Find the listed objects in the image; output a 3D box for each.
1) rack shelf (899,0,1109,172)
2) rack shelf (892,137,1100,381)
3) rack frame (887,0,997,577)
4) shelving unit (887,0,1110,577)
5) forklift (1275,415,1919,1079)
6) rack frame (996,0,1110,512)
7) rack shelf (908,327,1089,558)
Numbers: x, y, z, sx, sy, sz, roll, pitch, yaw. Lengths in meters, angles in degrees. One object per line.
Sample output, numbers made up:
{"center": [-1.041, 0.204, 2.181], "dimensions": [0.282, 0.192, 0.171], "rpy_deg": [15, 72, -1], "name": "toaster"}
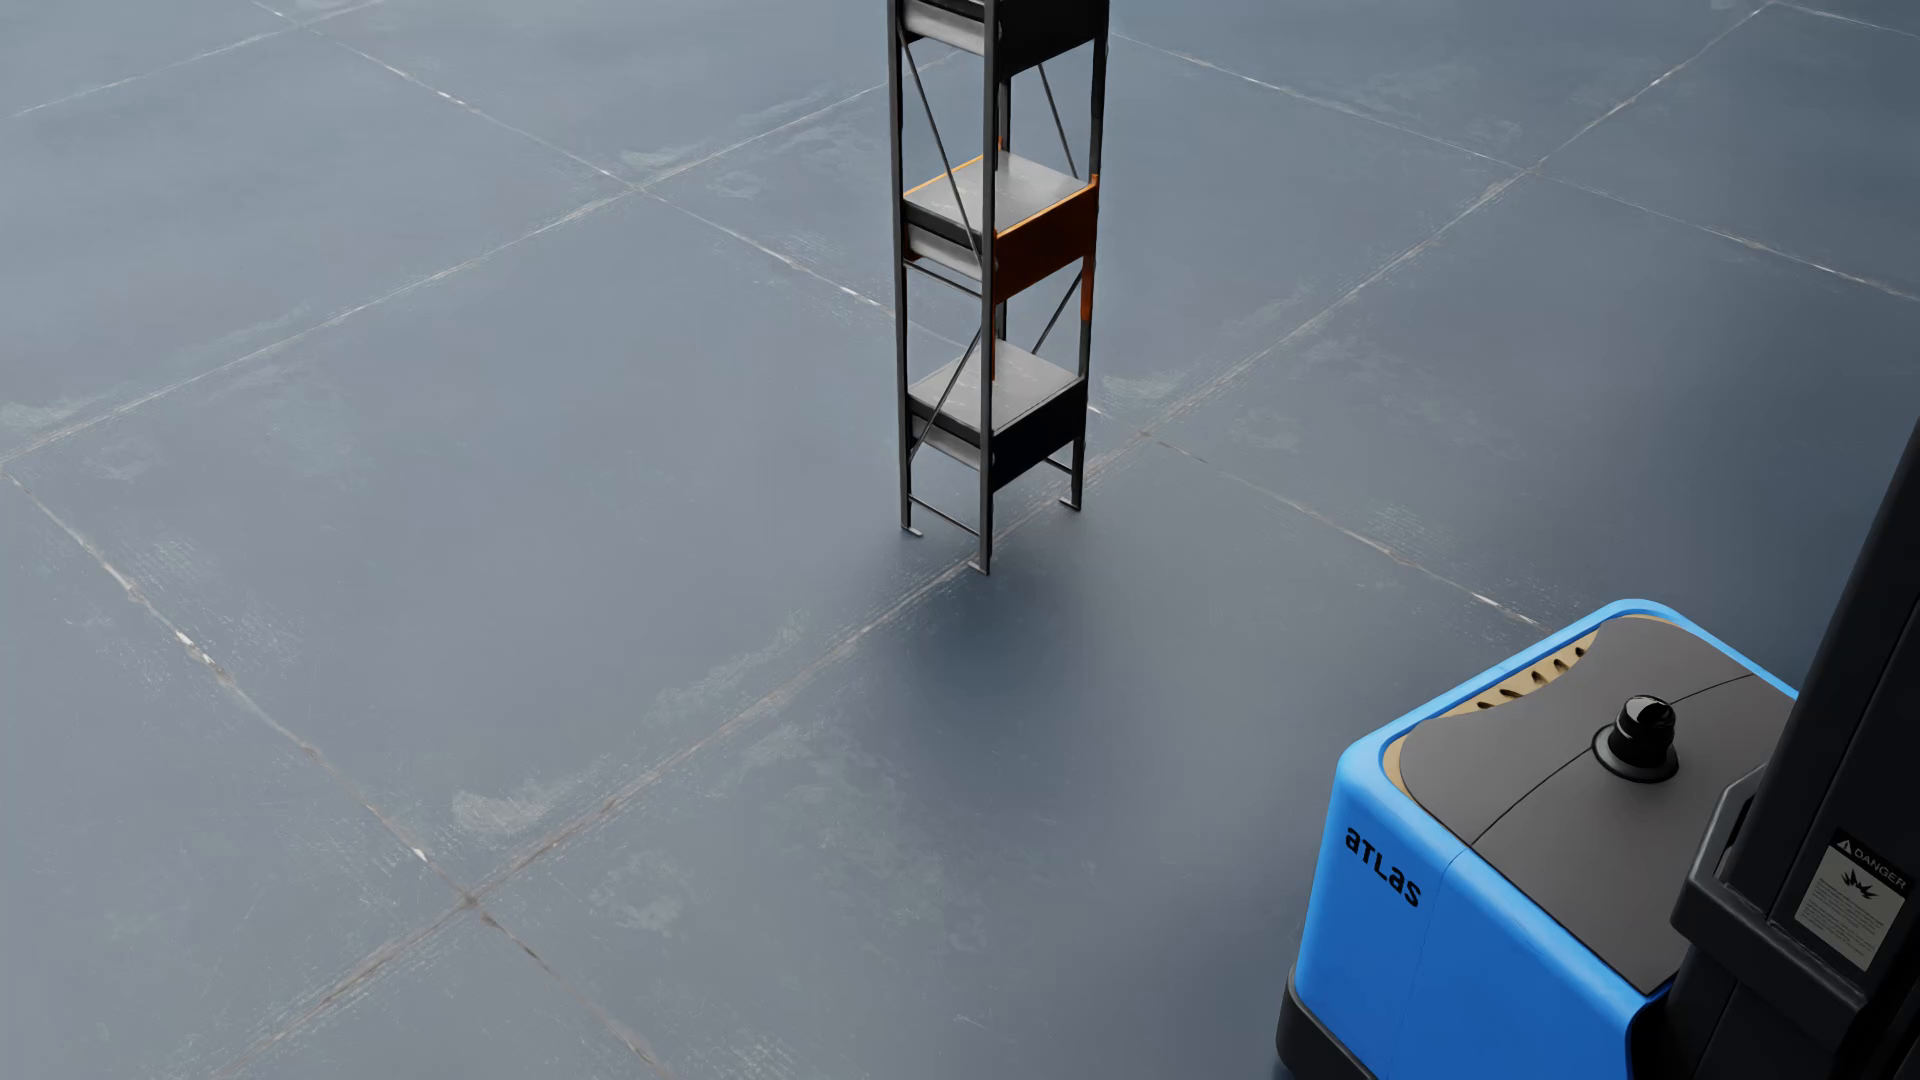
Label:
{"center": [0.112, -1.435, 4.765], "dimensions": [0.431, 0.518, 0.480], "rpy_deg": [30, 47, 32], "name": "rack shelf"}
{"center": [0.112, -0.887, 5.201], "dimensions": [0.431, 0.518, 0.480], "rpy_deg": [30, 47, 32], "name": "rack shelf"}
{"center": [-0.053, -0.786, 5.051], "dimensions": [0.400, 2.100, 0.015], "rpy_deg": [30, 47, 32], "name": "rack frame"}
{"center": [0.112, -0.898, 5.192], "dimensions": [0.431, 2.100, 0.503], "rpy_deg": [30, 47, 32], "name": "shelving unit"}
{"center": [2.007, 0.736, 2.470], "dimensions": [1.130, 2.935, 3.031], "rpy_deg": [-22, 44, -26], "name": "forklift"}
{"center": [0.276, -1.010, 5.333], "dimensions": [0.400, 2.100, 0.015], "rpy_deg": [30, 47, 32], "name": "rack frame"}
{"center": [0.112, -0.339, 5.636], "dimensions": [0.431, 0.518, 0.480], "rpy_deg": [30, 47, 32], "name": "rack shelf"}
